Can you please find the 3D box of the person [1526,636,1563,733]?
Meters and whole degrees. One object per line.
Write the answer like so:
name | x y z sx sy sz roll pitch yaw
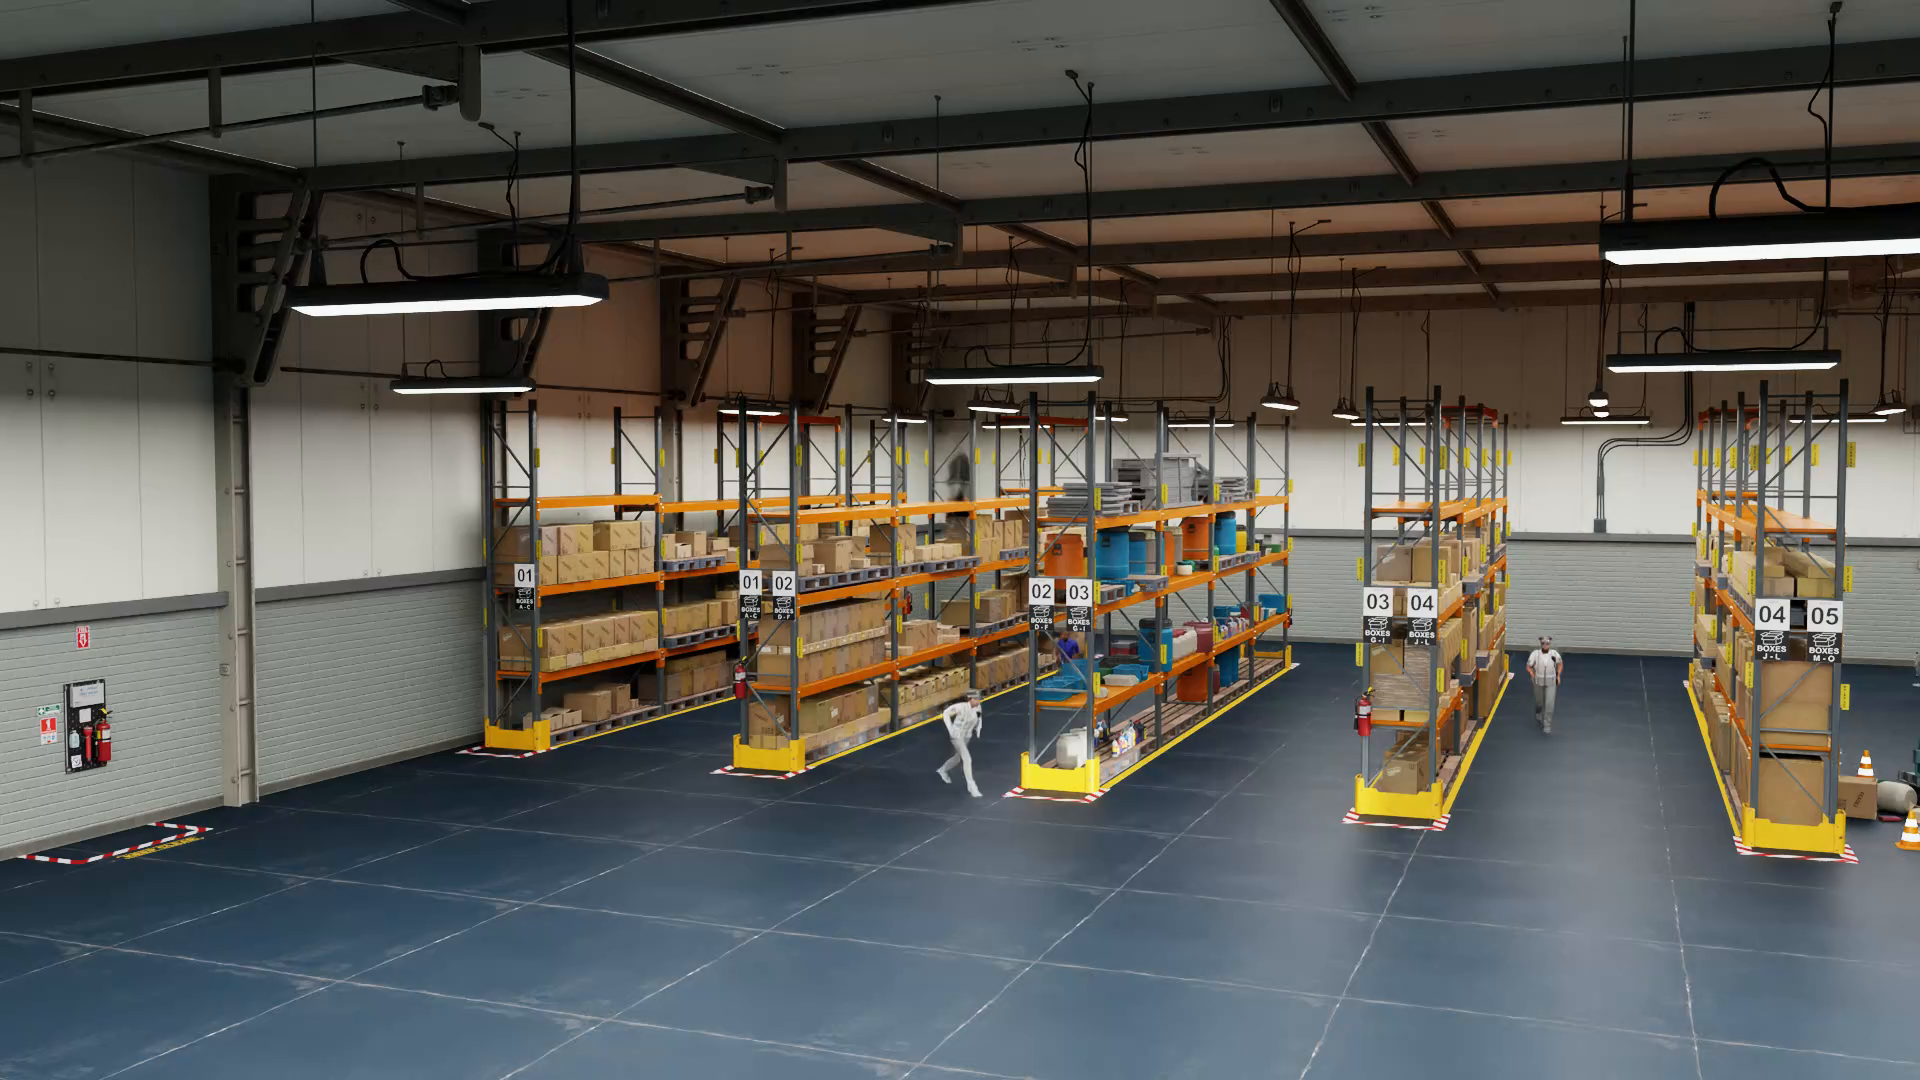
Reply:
person | 10.756 2.619 30.589 0.652 1.760 0.893 1 3 16

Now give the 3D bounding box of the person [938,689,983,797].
person | -0.031 3.001 24.883 0.655 1.628 0.980 -2 4 -37

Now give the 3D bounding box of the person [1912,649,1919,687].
person | 20.979 2.382 35.992 0.589 1.694 0.740 2 3 28

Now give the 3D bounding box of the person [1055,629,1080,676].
person | 2.147 2.570 33.588 0.562 1.582 0.676 1 3 17
